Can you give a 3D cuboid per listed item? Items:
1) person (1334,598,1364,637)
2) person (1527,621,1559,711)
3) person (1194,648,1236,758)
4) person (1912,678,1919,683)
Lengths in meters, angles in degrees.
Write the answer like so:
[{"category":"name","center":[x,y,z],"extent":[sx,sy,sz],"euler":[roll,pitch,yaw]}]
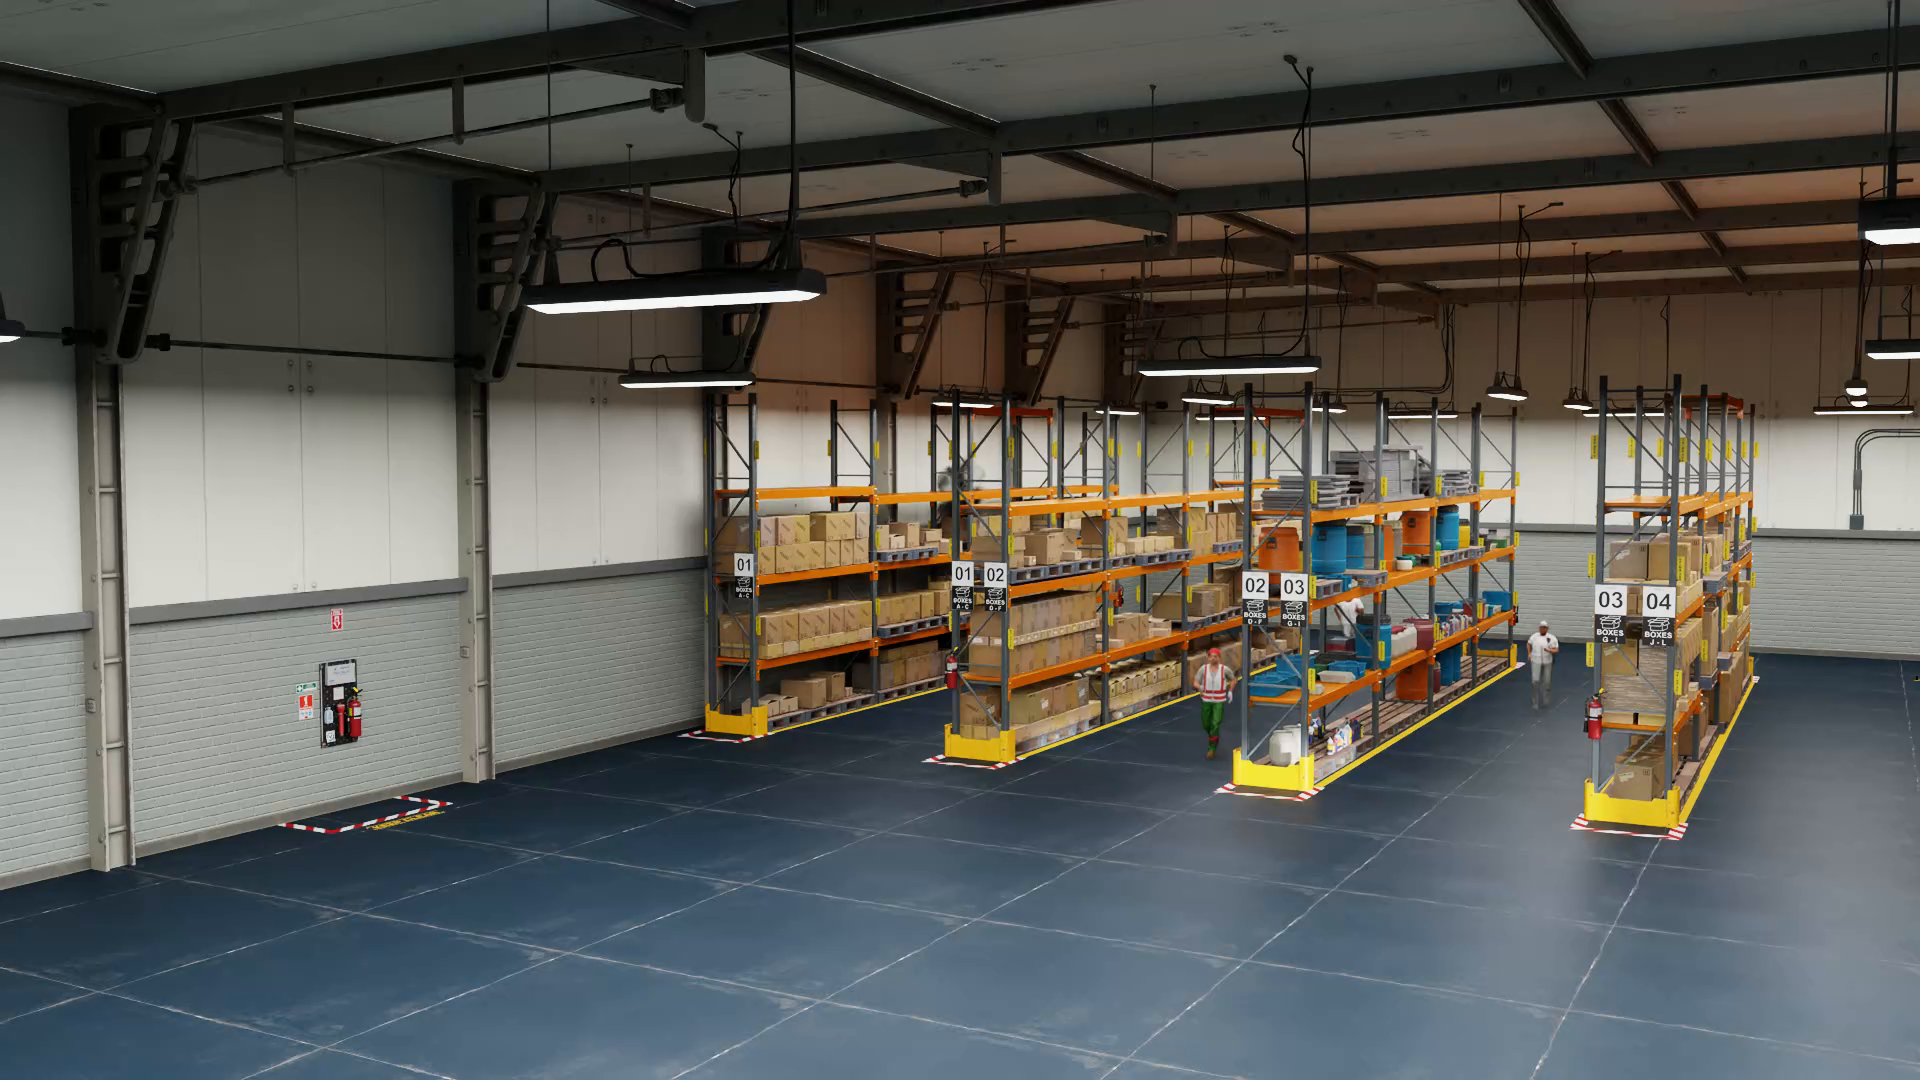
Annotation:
[{"category":"person","center":[9.229,2.008,39.435],"extent":[0.694,1.826,0.741],"euler":[1,3,10]},{"category":"person","center":[11.305,2.428,32.274],"extent":[0.582,1.726,0.758],"euler":[1,3,20]},{"category":"person","center":[4.155,2.639,27.205],"extent":[0.664,1.765,0.847],"euler":[1,3,18]},{"category":"person","center":[20.739,2.254,35.392],"extent":[0.741,1.692,0.777],"euler":[1,3,25]}]
